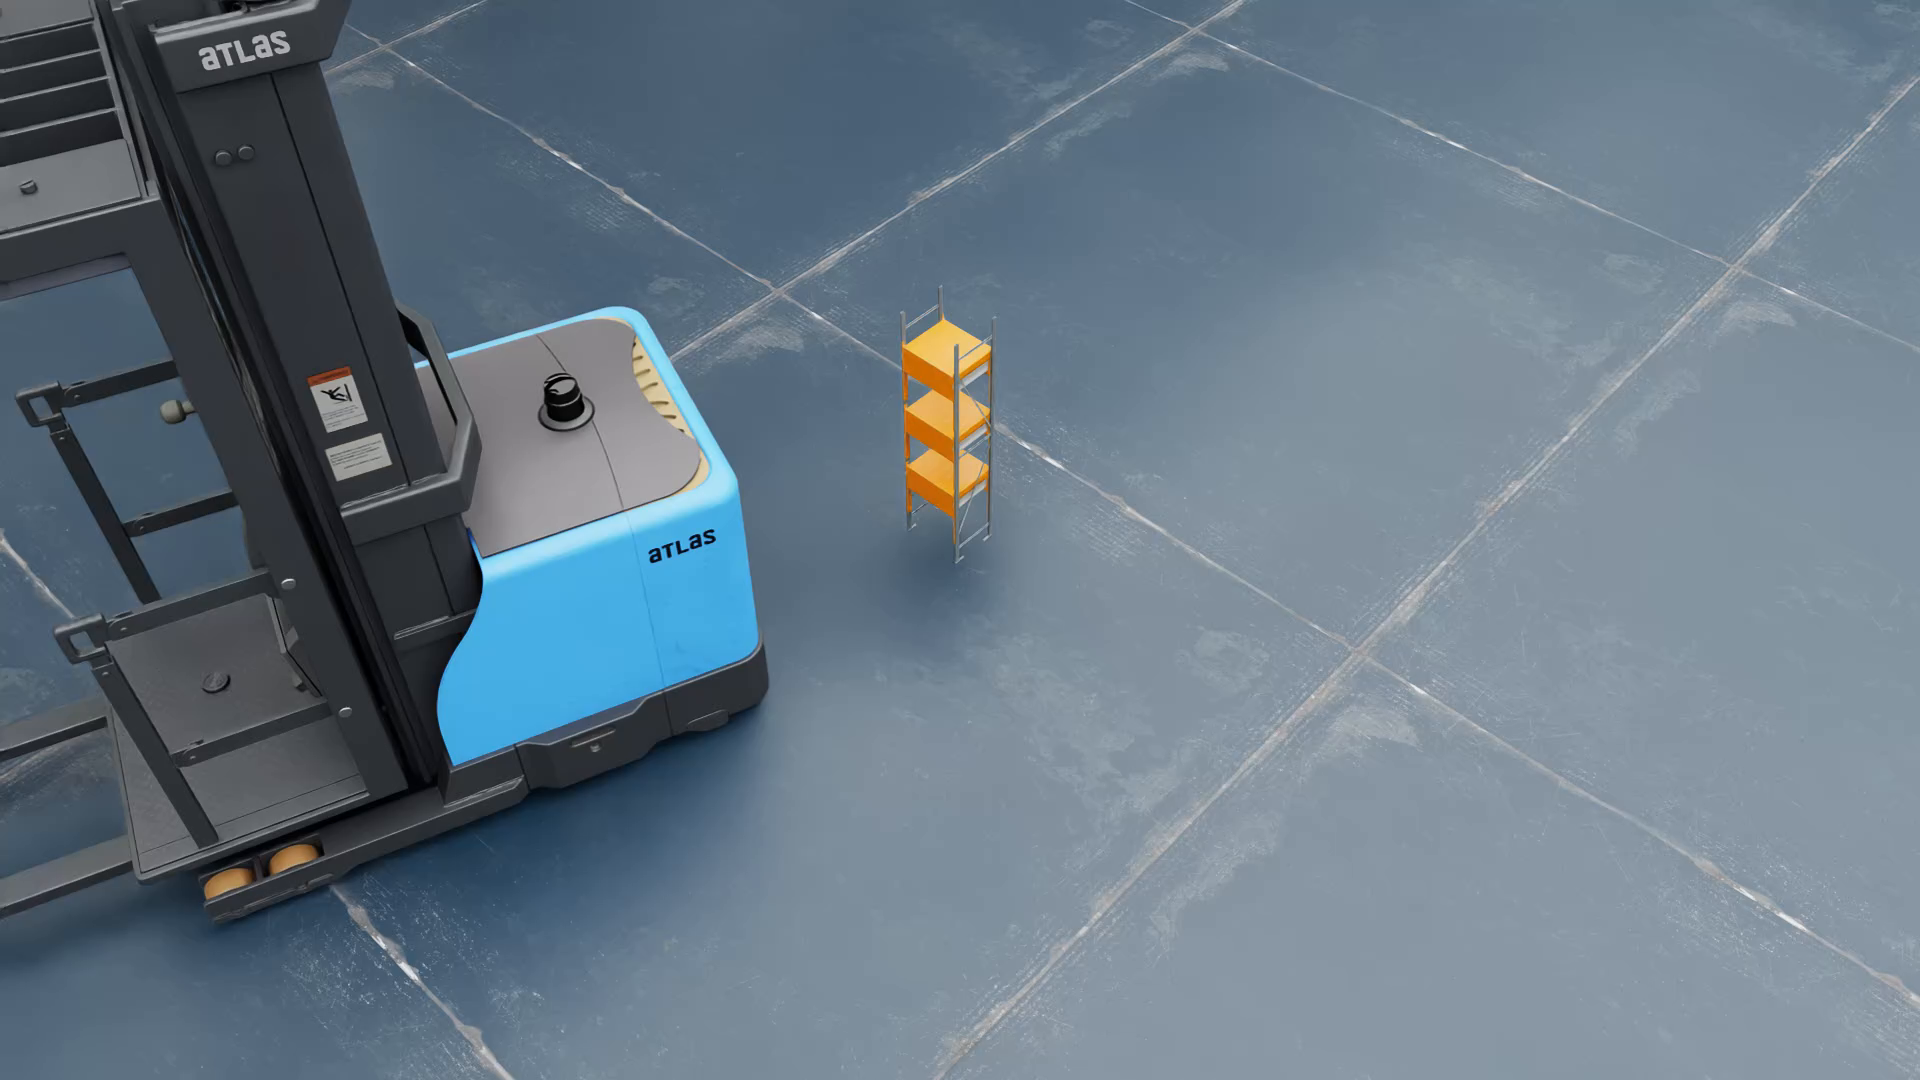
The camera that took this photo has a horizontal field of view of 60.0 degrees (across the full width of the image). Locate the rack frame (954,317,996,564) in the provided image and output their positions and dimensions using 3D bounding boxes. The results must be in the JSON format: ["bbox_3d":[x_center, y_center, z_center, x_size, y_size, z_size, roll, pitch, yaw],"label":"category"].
[{"bbox_3d":[0.050,-0.325,5.835,0.008,1.050,0.200,34,55,28],"label":"rack frame"}]

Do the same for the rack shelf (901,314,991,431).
[{"bbox_3d":[-0.039,-0.573,5.693,0.240,0.259,0.215,34,55,28],"label":"rack shelf"}]

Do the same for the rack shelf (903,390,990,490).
[{"bbox_3d":[-0.039,-0.379,5.900,0.240,0.259,0.215,34,55,28],"label":"rack shelf"}]

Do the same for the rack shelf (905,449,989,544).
[{"bbox_3d":[-0.039,-0.188,6.102,0.240,0.259,0.215,34,55,28],"label":"rack shelf"}]

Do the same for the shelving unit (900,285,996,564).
[{"bbox_3d":[-0.039,-0.386,5.892,0.252,1.050,0.215,34,55,28],"label":"shelving unit"}]

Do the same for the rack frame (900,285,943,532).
[{"bbox_3d":[-0.129,-0.446,5.949,0.008,1.050,0.200,34,55,28],"label":"rack frame"}]

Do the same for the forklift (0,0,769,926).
[{"bbox_3d":[-2.207,-0.275,4.497,3.031,2.935,1.130,-20,50,-18],"label":"forklift"}]
